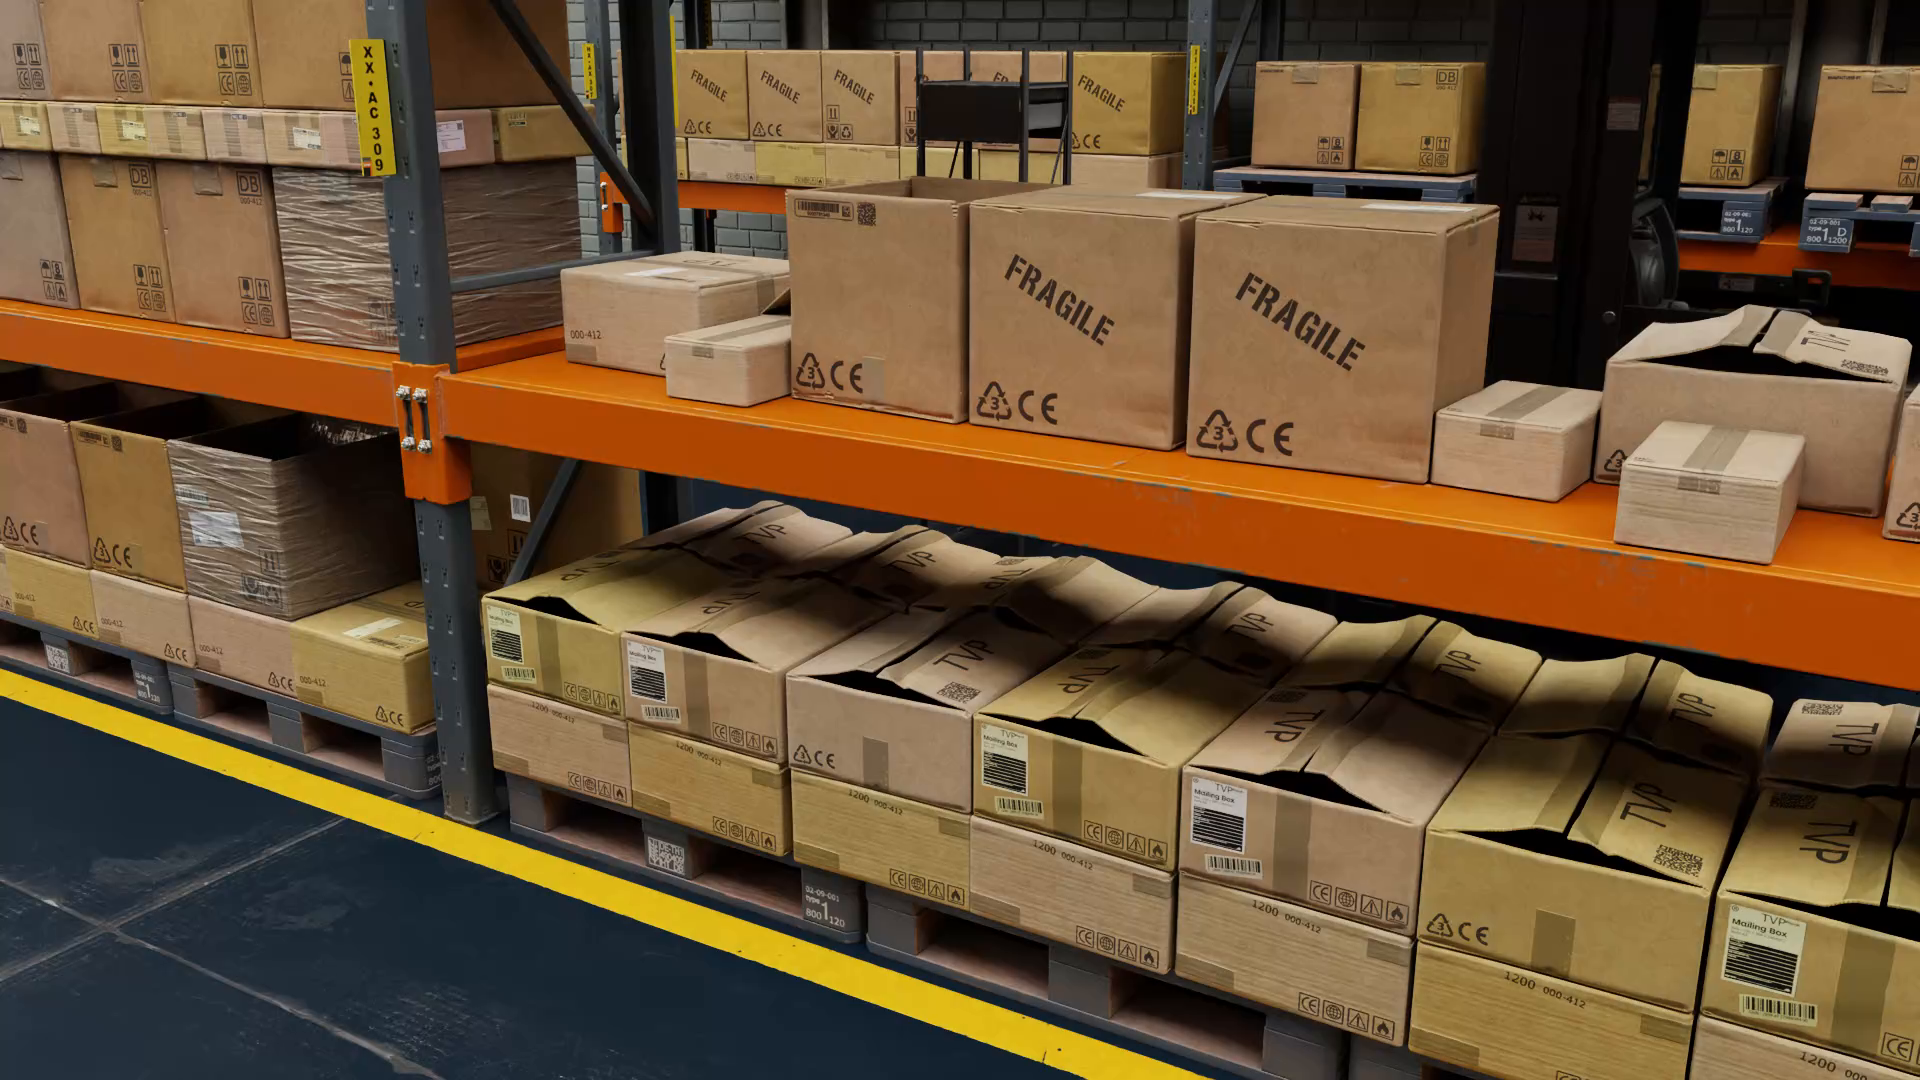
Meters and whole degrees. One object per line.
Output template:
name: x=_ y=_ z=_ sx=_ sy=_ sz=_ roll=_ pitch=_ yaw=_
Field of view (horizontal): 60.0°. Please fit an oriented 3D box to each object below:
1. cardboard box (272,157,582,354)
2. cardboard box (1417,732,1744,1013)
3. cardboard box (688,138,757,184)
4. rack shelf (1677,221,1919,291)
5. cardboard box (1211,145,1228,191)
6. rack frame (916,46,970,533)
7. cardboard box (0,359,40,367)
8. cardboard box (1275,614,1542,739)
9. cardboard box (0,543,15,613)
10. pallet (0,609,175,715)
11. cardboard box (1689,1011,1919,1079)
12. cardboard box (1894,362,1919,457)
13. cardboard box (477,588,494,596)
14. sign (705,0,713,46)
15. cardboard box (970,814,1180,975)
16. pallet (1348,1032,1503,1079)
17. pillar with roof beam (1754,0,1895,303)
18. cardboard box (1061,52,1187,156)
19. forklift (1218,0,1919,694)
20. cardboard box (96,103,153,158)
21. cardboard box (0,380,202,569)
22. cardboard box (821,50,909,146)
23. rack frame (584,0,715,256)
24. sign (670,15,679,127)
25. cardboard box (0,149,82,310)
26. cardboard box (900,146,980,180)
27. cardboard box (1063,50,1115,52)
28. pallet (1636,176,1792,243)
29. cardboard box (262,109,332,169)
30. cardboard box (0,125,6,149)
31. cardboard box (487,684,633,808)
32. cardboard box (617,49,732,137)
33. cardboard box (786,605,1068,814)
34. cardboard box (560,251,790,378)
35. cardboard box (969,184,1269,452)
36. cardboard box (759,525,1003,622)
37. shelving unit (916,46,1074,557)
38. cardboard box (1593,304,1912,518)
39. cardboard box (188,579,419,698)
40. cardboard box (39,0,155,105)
cardboard box: x=-1.542 y=-0.866 z=4.899 sx=0.500 sy=0.500 sz=0.700 roll=10 pitch=19 yaw=29
cardboard box: x=1.227 y=0.607 z=3.267 sx=0.500 sy=0.311 sz=0.500 roll=10 pitch=19 yaw=29
cardboard box: x=-1.280 y=-2.298 z=10.008 sx=0.500 sy=0.250 sz=0.500 roll=9 pitch=19 yaw=28
rack shelf: x=3.133 y=-1.331 z=7.840 sx=4.000 sy=0.370 sz=1.077 roll=10 pitch=20 yaw=30
cardboard box: x=1.141 y=-2.042 z=9.166 sx=0.500 sy=0.250 sz=0.500 roll=10 pitch=20 yaw=31
rack frame: x=-0.067 y=-1.017 z=7.115 sx=0.015 sy=2.100 sz=0.400 roll=10 pitch=20 yaw=30
cardboard box: x=-3.956 y=-0.597 z=6.903 sx=0.500 sy=0.500 sz=0.500 roll=10 pitch=20 yaw=30
cardboard box: x=1.070 y=0.394 z=3.966 sx=0.500 sy=0.311 sz=0.500 roll=10 pitch=19 yaw=29
cardboard box: x=-3.375 y=0.042 z=6.090 sx=0.500 sy=0.250 sz=0.500 roll=10 pitch=20 yaw=30
pallet: x=-2.860 y=0.265 z=6.144 sx=1.213 sy=0.211 sz=1.003 roll=10 pitch=20 yaw=30
cardboard box: x=1.672 y=0.951 z=3.097 sx=0.500 sy=0.250 sz=0.500 roll=11 pitch=20 yaw=31
cardboard box: x=4.197 y=-0.482 z=7.352 sx=0.500 sy=0.500 sz=0.700 roll=10 pitch=20 yaw=31
cardboard box: x=-1.397 y=0.217 z=5.515 sx=0.500 sy=0.250 sz=0.500 roll=10 pitch=20 yaw=30
sign: x=-1.672 y=-3.428 z=10.969 sx=0.005 sy=0.325 sz=0.100 roll=10 pitch=20 yaw=30
cardboard box: x=0.364 y=0.719 z=3.861 sx=0.500 sy=0.250 sz=0.500 roll=11 pitch=20 yaw=31
pallet: x=1.567 y=1.056 z=3.543 sx=1.213 sy=0.211 sz=1.003 roll=10 pitch=20 yaw=30
pillar with roof beam: x=1.929 y=-3.587 z=3.709 sx=0.400 sy=9.000 sz=9.100 roll=10 pitch=20 yaw=30
cardboard box: x=0.864 y=-2.272 z=8.632 sx=0.500 sy=0.500 sz=0.500 roll=10 pitch=20 yaw=30
forklift: x=2.494 y=-0.954 z=5.479 sx=3.031 sy=2.935 sz=1.130 roll=9 pitch=19 yaw=28
cardboard box: x=-2.370 y=-1.254 z=5.060 sx=0.250 sy=0.149 sz=0.380 roll=10 pitch=20 yaw=30
cardboard box: x=-2.952 y=-0.239 z=5.726 sx=0.500 sy=0.500 sz=0.500 roll=10 pitch=20 yaw=30
cardboard box: x=-0.431 y=-2.504 z=9.398 sx=0.500 sy=0.500 sz=0.500 roll=11 pitch=20 yaw=32
rack frame: x=-1.980 y=-2.588 z=10.740 sx=0.127 sy=3.000 sz=1.000 roll=10 pitch=20 yaw=30
sign: x=-0.885 y=-1.404 z=4.987 sx=0.005 sy=0.325 sz=0.100 roll=10 pitch=20 yaw=30
cardboard box: x=-2.857 y=-1.099 z=5.668 sx=0.500 sy=0.500 sz=0.700 roll=11 pitch=20 yaw=32
cardboard box: x=0.010 y=-2.065 z=9.242 sx=0.500 sy=0.250 sz=0.500 roll=10 pitch=20 yaw=30
cardboard box: x=0.699 y=-2.479 z=9.315 sx=0.500 sy=0.500 sz=0.500 roll=10 pitch=20 yaw=30
pallet: x=3.129 y=-1.570 z=7.720 sx=1.213 sy=0.211 sz=1.003 roll=10 pitch=20 yaw=30
cardboard box: x=-1.714 y=-1.137 z=4.675 sx=0.250 sy=0.149 sz=0.380 roll=10 pitch=19 yaw=29
cardboard box: x=-3.038 y=-1.372 z=5.448 sx=0.250 sy=0.149 sz=0.380 roll=10 pitch=20 yaw=31
cardboard box: x=-0.946 y=0.485 z=4.631 sx=0.500 sy=0.250 sz=0.500 roll=10 pitch=19 yaw=29
cardboard box: x=-1.730 y=-2.738 z=10.166 sx=0.500 sy=0.500 sz=0.500 roll=10 pitch=20 yaw=30
cardboard box: x=-0.073 y=0.375 z=4.030 sx=0.500 sy=0.311 sz=0.500 roll=9 pitch=19 yaw=28
cardboard box: x=-0.718 y=-0.616 z=4.507 sx=0.500 sy=0.250 sz=0.500 roll=12 pitch=20 yaw=33
cardboard box: x=0.361 y=-0.523 z=3.769 sx=0.500 sy=0.500 sz=0.500 roll=10 pitch=20 yaw=30
cardboard box: x=-0.219 y=0.162 z=4.729 sx=0.500 sy=0.311 sz=0.500 roll=11 pitch=20 yaw=32
shelving unit: x=0.141 y=-0.980 z=6.993 sx=0.503 sy=2.100 sz=0.431 roll=10 pitch=20 yaw=30
cardboard box: x=1.587 y=-0.285 z=3.312 sx=0.500 sy=0.311 sz=0.500 roll=10 pitch=19 yaw=29
cardboard box: x=-2.091 y=0.268 z=5.348 sx=0.500 sy=0.250 sz=0.500 roll=10 pitch=20 yaw=30
cardboard box: x=-2.399 y=-1.640 z=5.214 sx=0.500 sy=0.500 sz=0.700 roll=10 pitch=20 yaw=30
